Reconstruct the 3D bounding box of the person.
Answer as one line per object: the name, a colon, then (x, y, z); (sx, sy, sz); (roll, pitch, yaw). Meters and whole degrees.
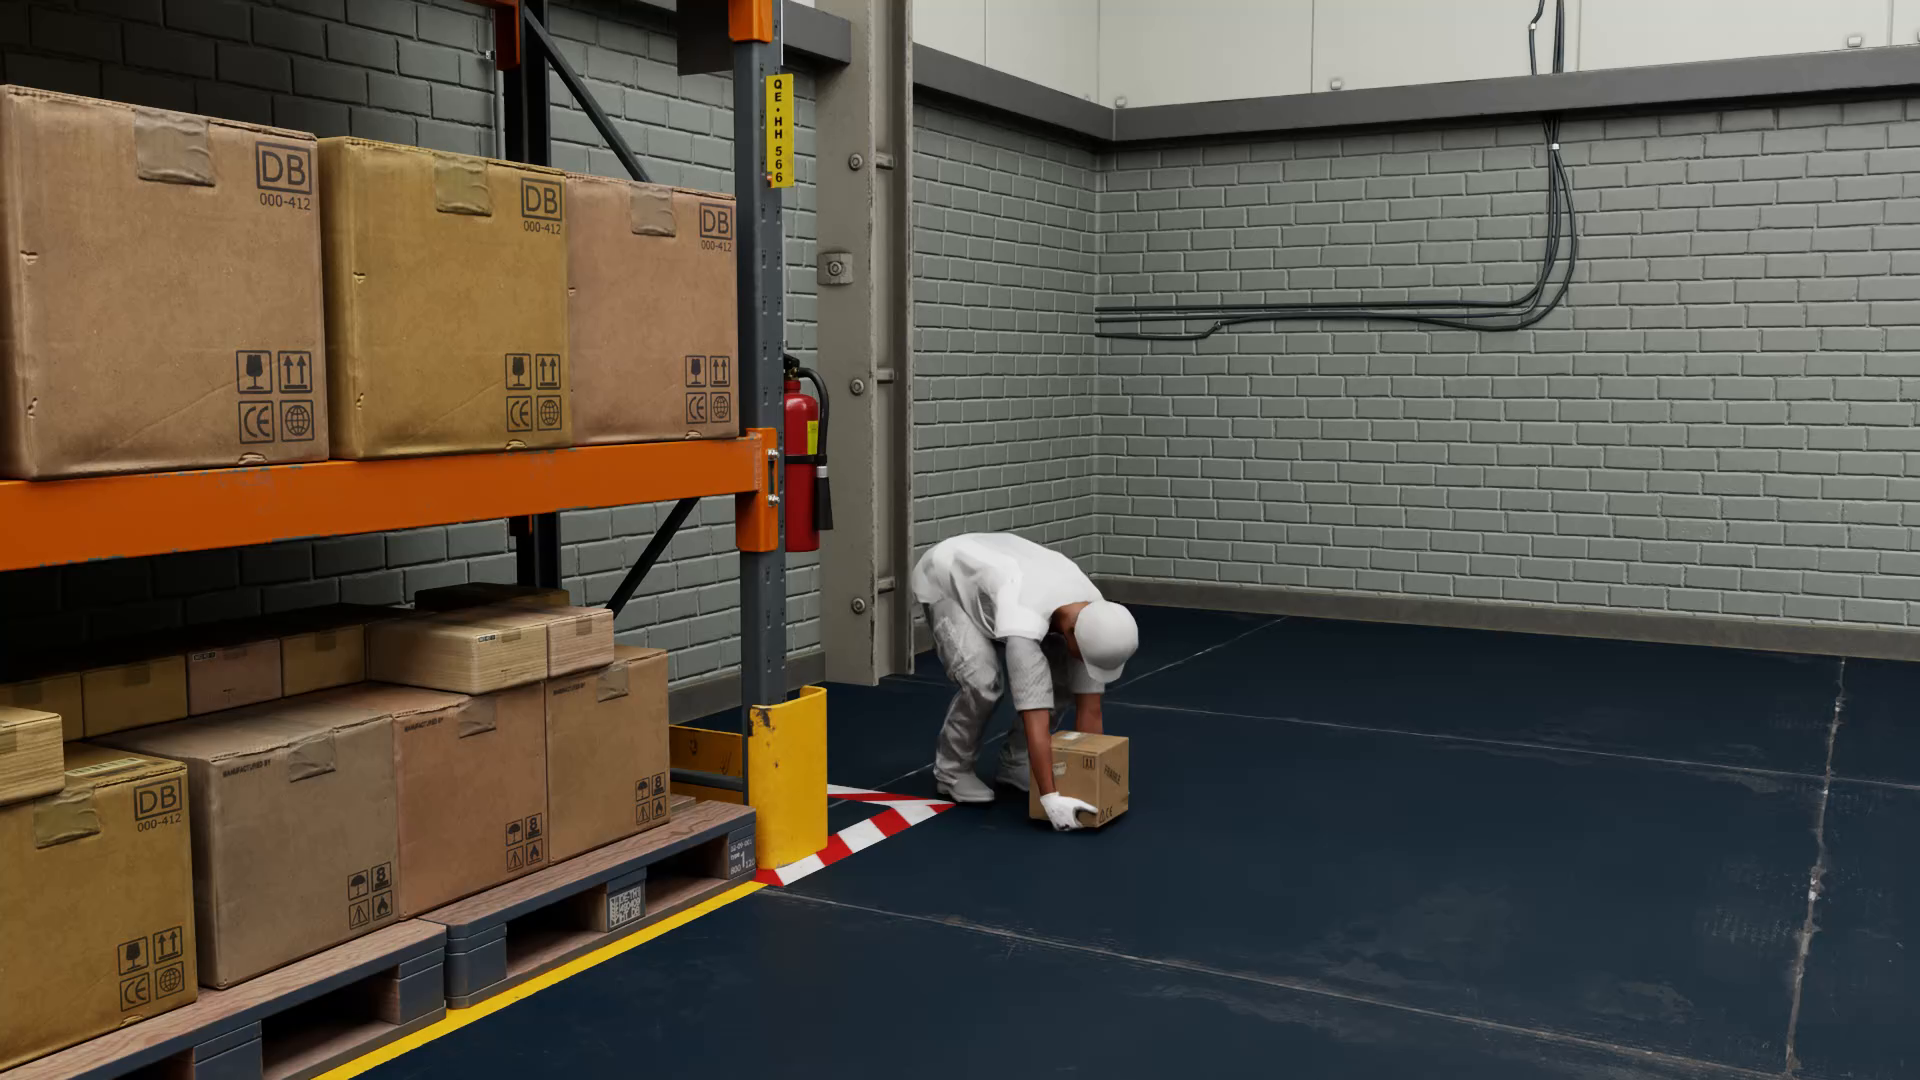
person: (0.237, 0.452, 5.739); (0.541, 0.932, 0.981); (-4, 7, -37)
